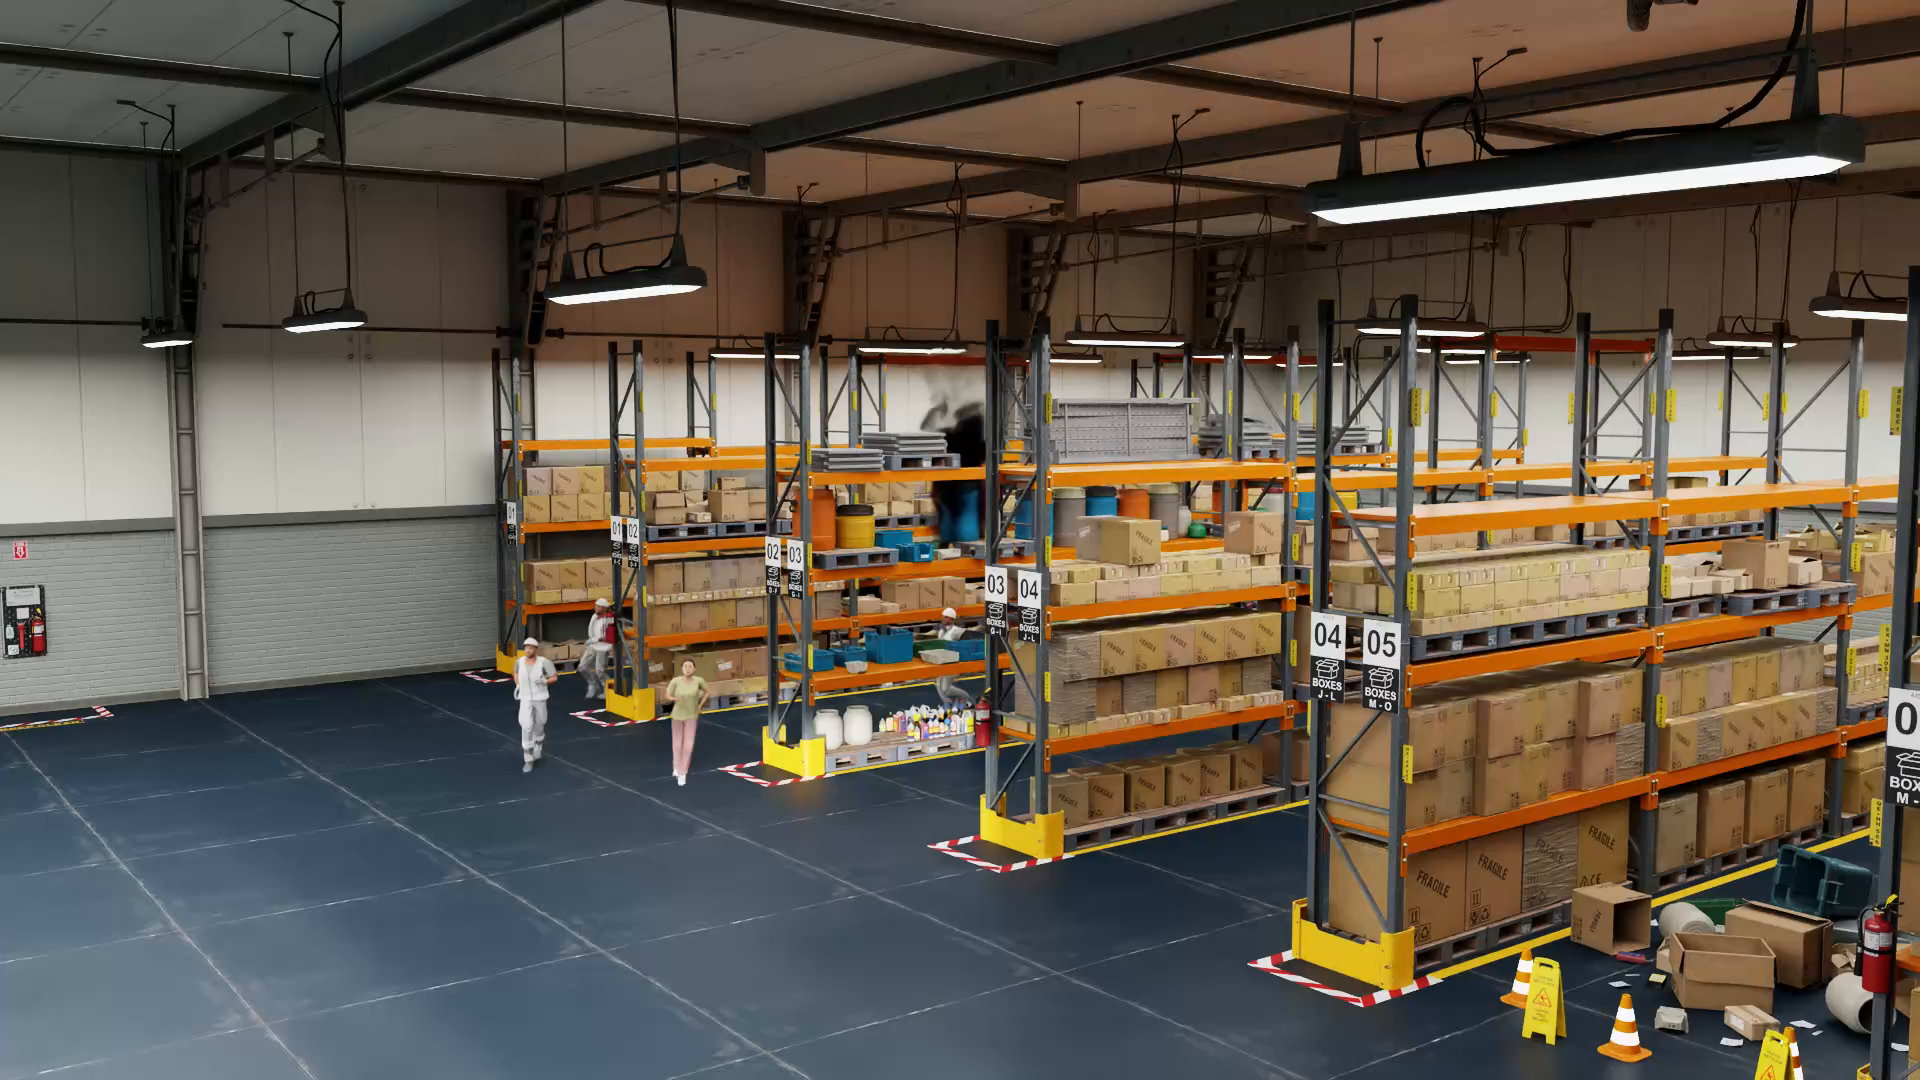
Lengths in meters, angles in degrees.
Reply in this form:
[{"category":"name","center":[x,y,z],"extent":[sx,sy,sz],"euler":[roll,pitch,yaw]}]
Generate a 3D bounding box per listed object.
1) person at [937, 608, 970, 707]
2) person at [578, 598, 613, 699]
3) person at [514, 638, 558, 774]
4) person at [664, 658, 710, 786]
[{"category":"person","center":[-0.163,1.954,26.712],"extent":[0.581,1.736,0.679],"euler":[-4,6,-37]},{"category":"person","center":[-6.084,1.834,27.970],"extent":[0.662,1.734,0.656],"euler":[4,7,40]},{"category":"person","center":[-5.883,2.253,23.020],"extent":[0.609,1.836,0.856],"euler":[-1,5,-8]},{"category":"person","center":[-3.630,2.407,22.108],"extent":[0.581,1.710,0.694],"euler":[0,5,-4]}]
